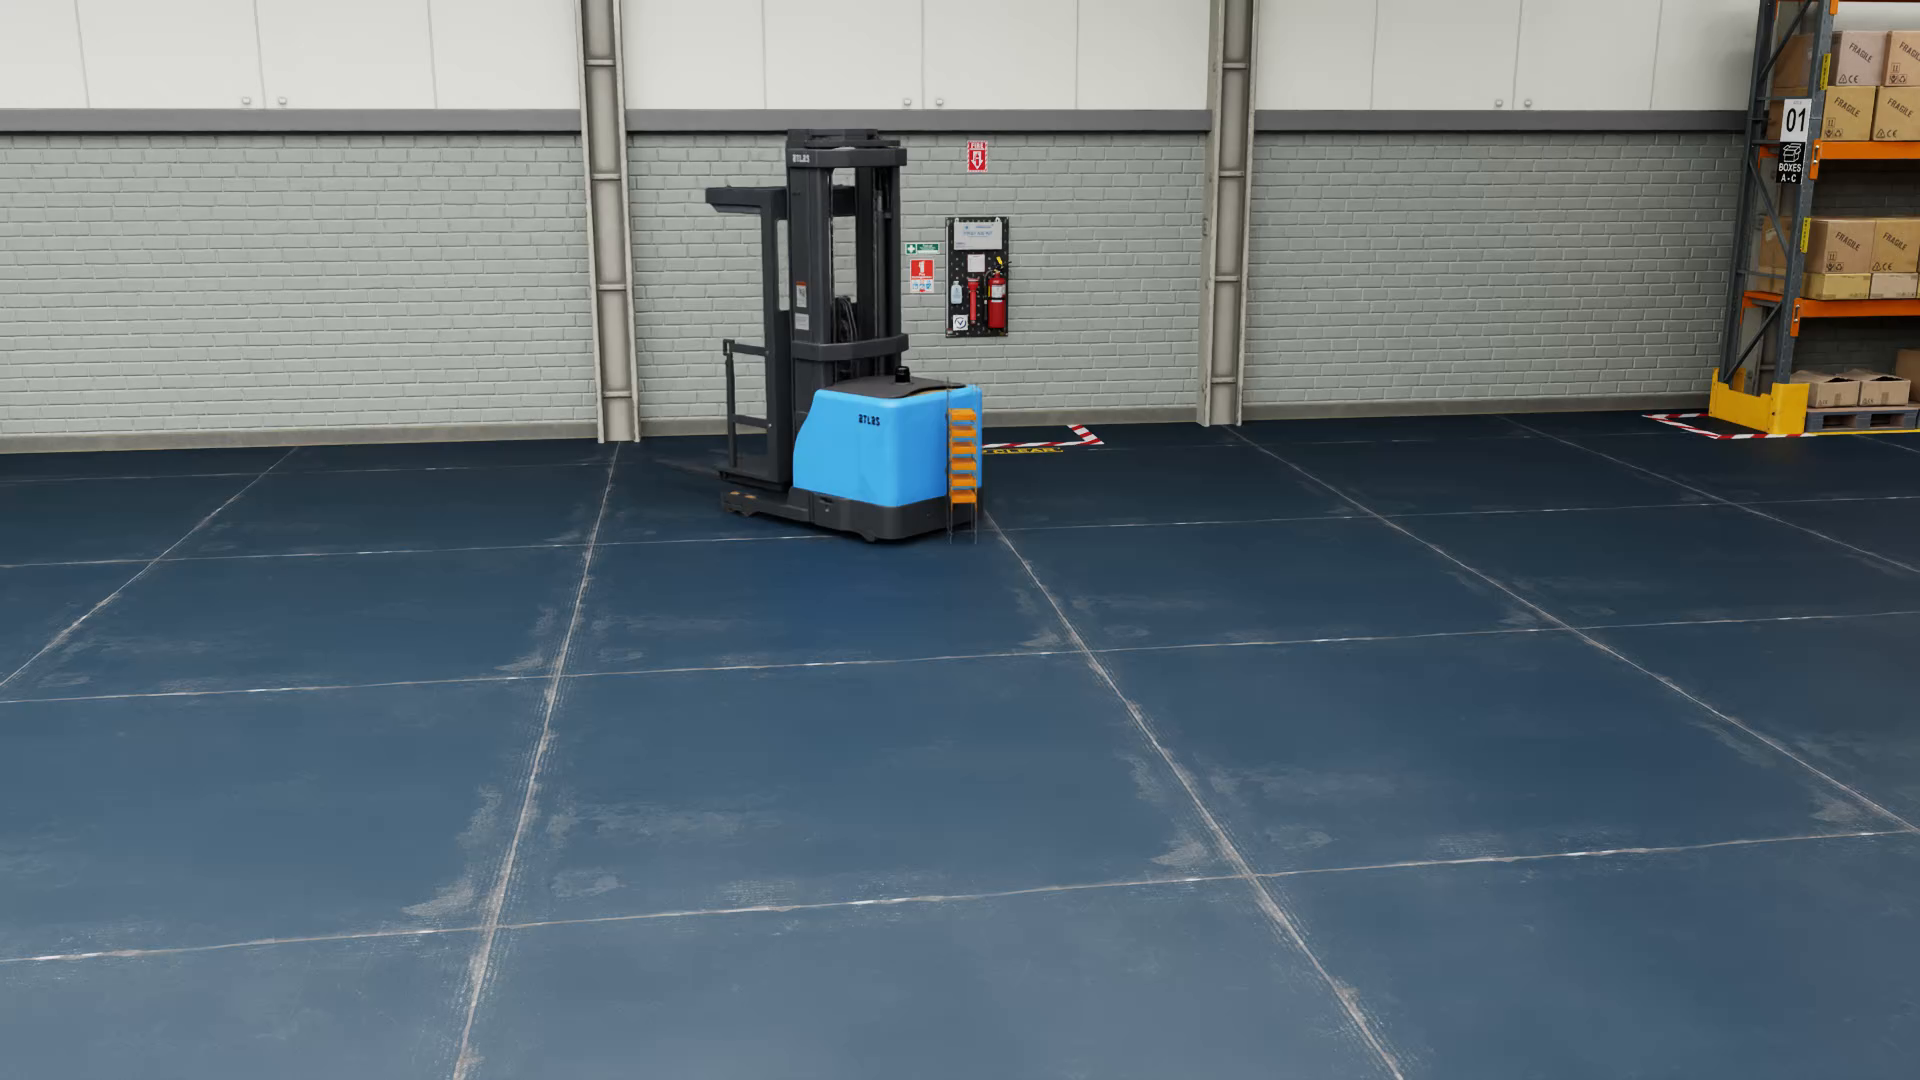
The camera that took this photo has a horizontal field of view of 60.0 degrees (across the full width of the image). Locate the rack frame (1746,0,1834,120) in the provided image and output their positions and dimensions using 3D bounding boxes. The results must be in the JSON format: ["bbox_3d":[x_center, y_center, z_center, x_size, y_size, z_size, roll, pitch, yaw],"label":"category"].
[{"bbox_3d":[8.009,-5.541,15.815,0.127,3.000,1.000,-2,14,-8],"label":"rack frame"}]

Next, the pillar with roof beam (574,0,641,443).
[{"bbox_3d":[-2.653,-4.304,10.883,0.400,9.000,9.100,-2,14,-8],"label":"pillar with roof beam"}]

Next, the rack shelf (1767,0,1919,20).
[{"bbox_3d":[9.986,-5.262,16.192,4.000,0.370,1.077,-2,14,-8],"label":"rack shelf"}]

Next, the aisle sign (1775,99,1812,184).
[{"bbox_3d":[7.982,-3.817,15.931,0.004,0.787,0.394,-2,14,-8],"label":"aisle sign"}]

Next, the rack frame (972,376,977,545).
[{"bbox_3d":[0.104,-0.577,12.054,0.006,1.200,0.240,-2,14,-7],"label":"rack frame"}]

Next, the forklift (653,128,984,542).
[{"bbox_3d":[-1.246,-1.687,12.923,3.031,2.935,1.130,13,19,41],"label":"forklift"}]

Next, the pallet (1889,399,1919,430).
[{"bbox_3d":[10.096,-1.345,17.152,1.213,0.211,1.003,-2,14,-8],"label":"pallet"}]

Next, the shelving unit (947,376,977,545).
[{"bbox_3d":[0.013,-0.574,12.043,0.189,1.200,0.258,-2,14,-7],"label":"shelving unit"}]

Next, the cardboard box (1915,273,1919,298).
[{"bbox_3d":[9.555,-2.548,16.483,0.500,0.250,0.500,-2,14,-9],"label":"cardboard box"}]

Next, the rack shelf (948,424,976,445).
[{"bbox_3d":[0.013,-0.764,11.995,0.180,0.103,0.258,-2,14,-7],"label":"rack shelf"}]

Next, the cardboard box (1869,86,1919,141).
[{"bbox_3d":[8.913,-4.107,16.017,0.500,0.500,0.500,-1,14,-5],"label":"cardboard box"}]

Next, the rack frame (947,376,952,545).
[{"bbox_3d":[-0.078,-0.571,12.032,0.006,1.200,0.240,-2,14,-7],"label":"rack frame"}]

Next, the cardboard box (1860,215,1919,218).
[{"bbox_3d":[9.453,-3.035,16.884,0.500,0.500,0.500,-2,14,-10],"label":"cardboard box"}]

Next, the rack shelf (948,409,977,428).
[{"bbox_3d":[0.013,-0.880,11.966,0.180,0.103,0.258,-2,14,-7],"label":"rack shelf"}]

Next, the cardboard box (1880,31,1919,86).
[{"bbox_3d":[8.929,-4.590,15.891,0.500,0.500,0.500,-2,14,-9],"label":"cardboard box"}]

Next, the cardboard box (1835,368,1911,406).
[{"bbox_3d":[9.270,-1.564,16.915,0.500,0.311,0.500,-1,14,-4],"label":"cardboard box"}]

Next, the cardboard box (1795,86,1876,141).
[{"bbox_3d":[8.377,-4.096,15.974,0.500,0.500,0.500,-2,14,-7],"label":"cardboard box"}]

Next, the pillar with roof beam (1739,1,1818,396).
[{"bbox_3d":[9.213,-4.738,12.617,0.400,9.000,9.100,-2,14,-8],"label":"pillar with roof beam"}]

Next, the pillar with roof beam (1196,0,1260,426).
[{"bbox_3d":[3.280,-4.521,11.750,0.400,9.000,9.100,-2,14,-8],"label":"pillar with roof beam"}]

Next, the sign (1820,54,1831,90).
[{"bbox_3d":[8.090,-4.379,15.553,0.005,0.325,0.100,-2,14,-8],"label":"sign"}]

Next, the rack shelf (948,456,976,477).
[{"bbox_3d":[0.013,-0.531,12.054,0.180,0.103,0.258,-2,14,-7],"label":"rack shelf"}]

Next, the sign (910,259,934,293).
[{"bbox_3d":[-0.372,-2.588,16.303,0.234,0.329,0.001,-2,14,-8],"label":"sign"}]

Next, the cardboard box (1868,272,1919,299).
[{"bbox_3d":[9.050,-2.531,16.416,0.500,0.250,0.500,-3,14,-10],"label":"cardboard box"}]

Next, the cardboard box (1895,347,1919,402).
[{"bbox_3d":[10.003,-1.670,16.950,0.500,0.500,0.700,-3,14,-12],"label":"cardboard box"}]

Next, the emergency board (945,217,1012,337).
[{"bbox_3d":[0.190,-2.566,16.288,0.643,1.169,0.194,-2,14,-8],"label":"emergency board"}]

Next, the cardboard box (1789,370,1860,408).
[{"bbox_3d":[8.706,-1.543,16.832,0.500,0.311,0.500,-4,15,-15],"label":"cardboard box"}]

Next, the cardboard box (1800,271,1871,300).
[{"bbox_3d":[8.539,-2.509,16.327,0.500,0.250,0.500,-3,14,-10],"label":"cardboard box"}]

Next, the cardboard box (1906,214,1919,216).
[{"bbox_3d":[9.951,-3.053,16.957,0.500,0.500,0.500,-2,14,-8],"label":"cardboard box"}]

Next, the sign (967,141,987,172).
[{"bbox_3d":[0.167,-3.714,16.101,0.199,0.298,0.001,-2,14,-8],"label":"sign"}]

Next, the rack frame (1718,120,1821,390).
[{"bbox_3d":[8.009,-2.631,16.545,0.127,3.000,1.000,-2,14,-8],"label":"rack frame"}]

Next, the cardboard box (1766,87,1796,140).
[{"bbox_3d":[8.384,-4.220,16.469,0.500,0.500,0.500,-1,14,-4],"label":"cardboard box"}]

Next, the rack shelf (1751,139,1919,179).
[{"bbox_3d":[9.986,-3.809,16.557,4.000,0.370,1.077,-2,14,-8],"label":"rack shelf"}]

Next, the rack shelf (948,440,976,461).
[{"bbox_3d":[0.013,-0.647,12.025,0.180,0.103,0.258,-2,14,-7],"label":"rack shelf"}]

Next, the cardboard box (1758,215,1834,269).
[{"bbox_3d":[8.443,-3.000,16.742,0.500,0.500,0.500,-2,14,-9],"label":"cardboard box"}]

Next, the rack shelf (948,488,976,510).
[{"bbox_3d":[0.013,-0.298,12.112,0.180,0.103,0.258,-2,14,-7],"label":"rack shelf"}]

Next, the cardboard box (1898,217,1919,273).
[{"bbox_3d":[9.528,-2.909,16.381,0.500,0.500,0.500,-3,14,-10],"label":"cardboard box"}]

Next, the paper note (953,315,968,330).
[{"bbox_3d":[0.004,-2.149,16.436,0.142,0.148,0.016,-2,14,-8],"label":"paper note"}]

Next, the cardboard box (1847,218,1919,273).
[{"bbox_3d":[9.016,-2.892,16.312,0.500,0.500,0.500,-2,14,-8],"label":"cardboard box"}]

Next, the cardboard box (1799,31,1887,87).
[{"bbox_3d":[8.426,-4.584,15.867,0.500,0.500,0.500,-3,14,-12],"label":"cardboard box"}]

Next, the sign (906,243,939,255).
[{"bbox_3d":[-0.367,-2.843,16.231,0.331,0.109,0.001,-2,14,-8],"label":"sign"}]

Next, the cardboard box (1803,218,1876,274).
[{"bbox_3d":[8.526,-2.876,16.250,0.500,0.500,0.500,-2,14,-8],"label":"cardboard box"}]

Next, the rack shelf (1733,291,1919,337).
[{"bbox_3d":[9.986,-2.354,16.922,4.000,0.370,1.077,-2,14,-8],"label":"rack shelf"}]

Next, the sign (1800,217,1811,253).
[{"bbox_3d":[8.090,-2.920,15.919,0.005,0.325,0.100,-2,14,-8],"label":"sign"}]

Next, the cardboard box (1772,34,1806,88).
[{"bbox_3d":[8.396,-4.707,16.357,0.500,0.500,0.500,-1,14,-6],"label":"cardboard box"}]

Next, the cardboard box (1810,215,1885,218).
[{"bbox_3d":[8.942,-3.015,16.805,0.500,0.500,0.500,-2,14,-8],"label":"cardboard box"}]

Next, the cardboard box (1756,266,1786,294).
[{"bbox_3d":[8.442,-2.631,16.814,0.500,0.250,0.500,-2,14,-7],"label":"cardboard box"}]

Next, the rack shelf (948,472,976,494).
[{"bbox_3d":[0.013,-0.414,12.083,0.180,0.103,0.258,-2,14,-7],"label":"rack shelf"}]

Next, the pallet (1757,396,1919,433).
[{"bbox_3d":[8.892,-1.302,16.979,1.213,0.211,1.003,-2,14,-8],"label":"pallet"}]

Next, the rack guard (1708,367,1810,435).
[{"bbox_3d":[8.084,-1.421,16.860,0.348,0.500,1.175,-2,14,-8],"label":"rack guard"}]
